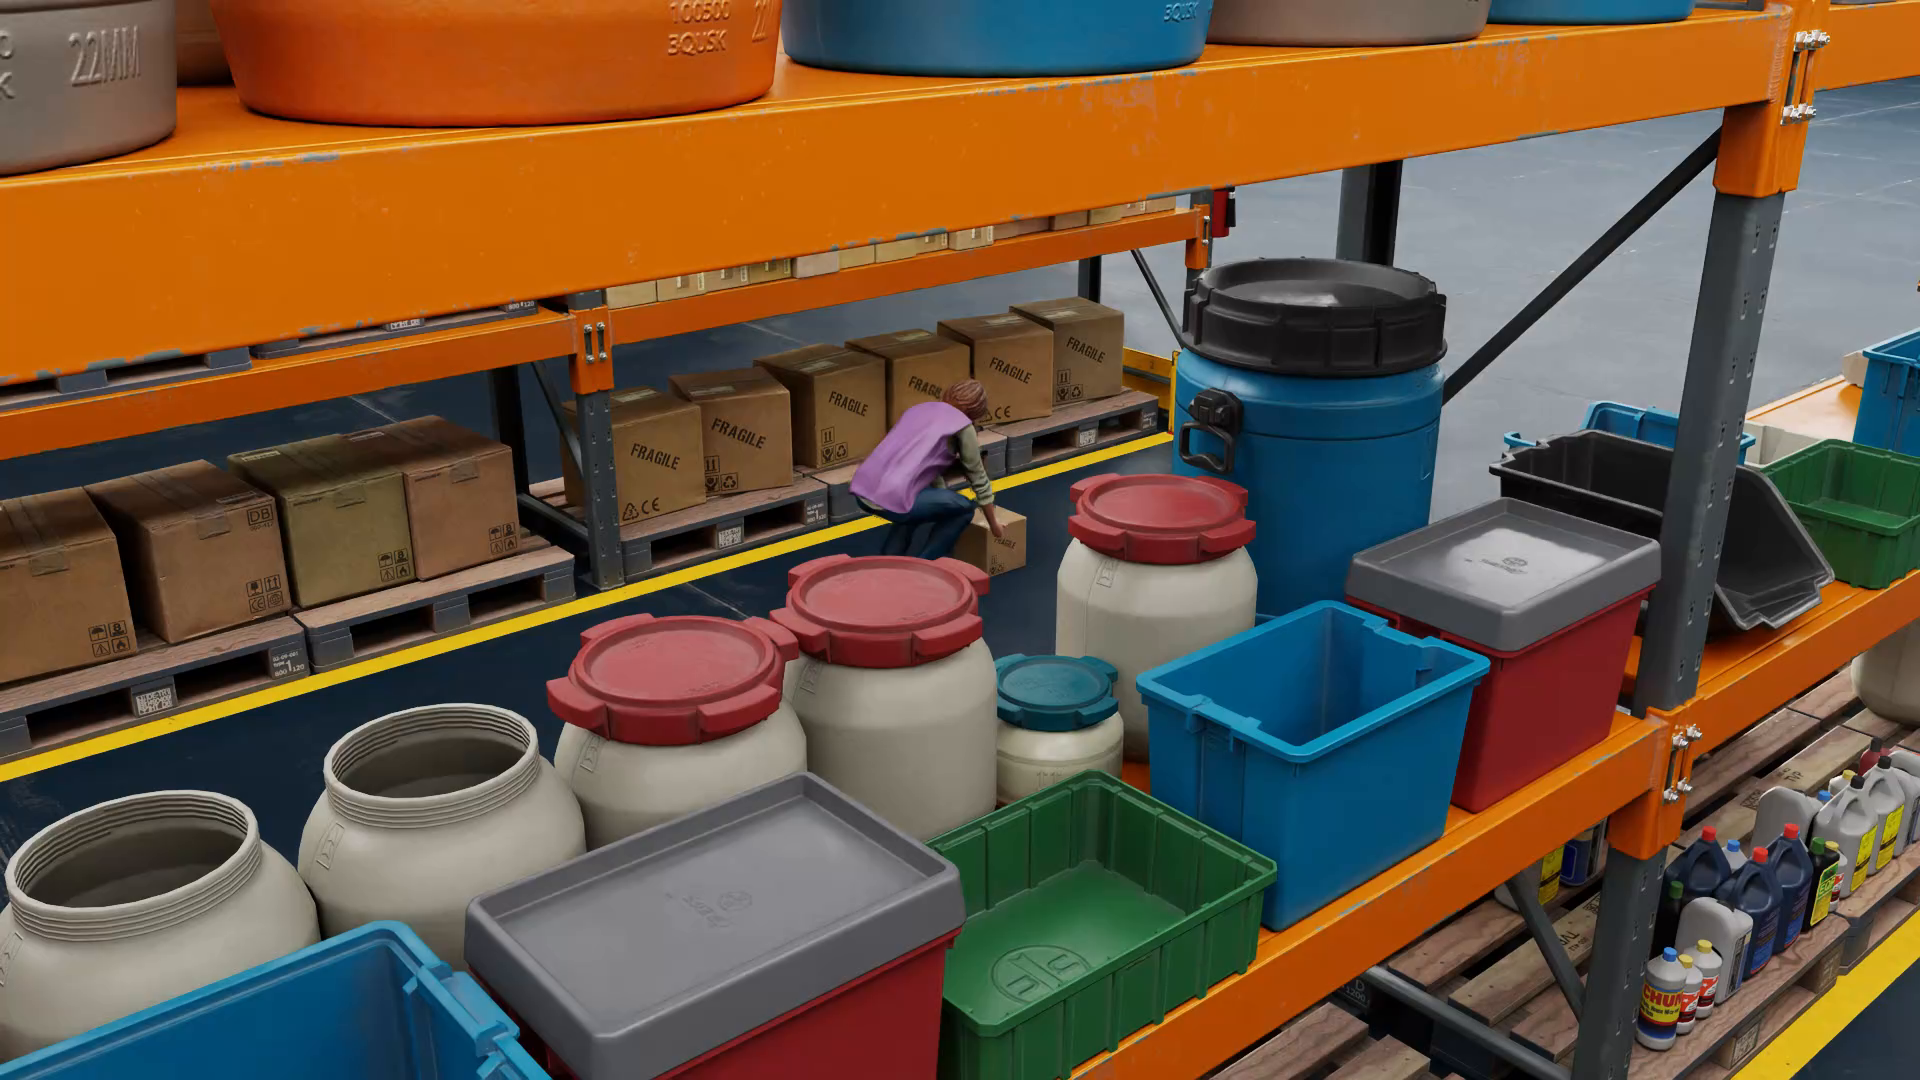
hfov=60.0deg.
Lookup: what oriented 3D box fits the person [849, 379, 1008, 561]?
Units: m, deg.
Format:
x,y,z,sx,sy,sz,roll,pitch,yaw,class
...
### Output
x,y,z,sx,sy,sz,roll,pitch,yaw,class
-0.165,-0.226,7.614,0.788,0.918,0.445,-17,27,-37,person
